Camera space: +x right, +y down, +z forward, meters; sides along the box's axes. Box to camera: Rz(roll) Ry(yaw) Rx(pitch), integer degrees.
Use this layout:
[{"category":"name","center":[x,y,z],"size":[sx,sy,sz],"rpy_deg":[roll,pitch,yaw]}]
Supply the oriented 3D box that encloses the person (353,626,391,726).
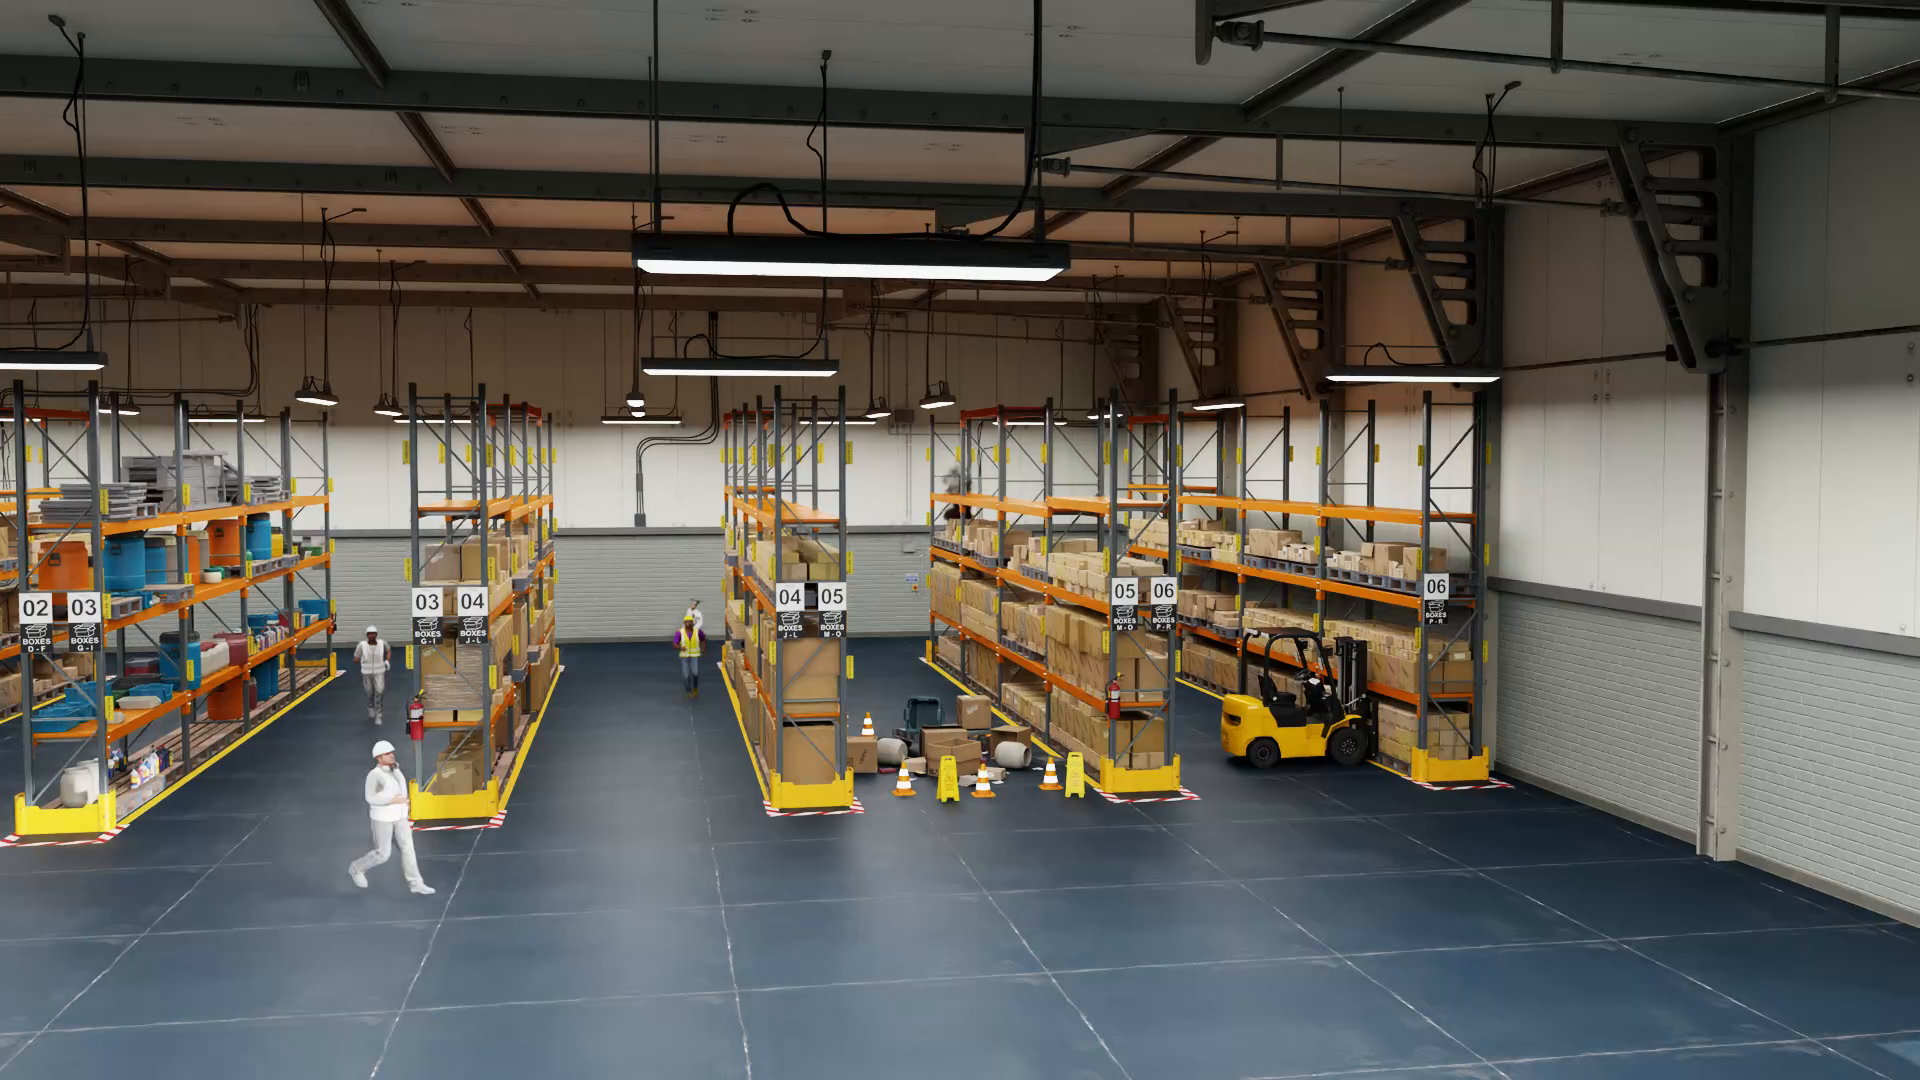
[{"category":"person","center":[-11.000,2.519,31.144],"size":[0.672,1.819,0.928],"rpy_deg":[-1,3,-19]}]

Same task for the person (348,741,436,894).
[{"category":"person","center":[-6.450,3.141,18.859],"size":[1.054,1.732,0.672],"rpy_deg":[1,3,20]}]

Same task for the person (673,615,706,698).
[{"category":"person","center":[-5.523,2.399,34.050],"size":[0.684,1.725,0.626],"rpy_deg":[-1,3,-11]}]

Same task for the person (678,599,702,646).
[{"category":"person","center":[-6.547,2.177,40.243],"size":[0.498,1.562,0.760],"rpy_deg":[-3,4,-43]}]
